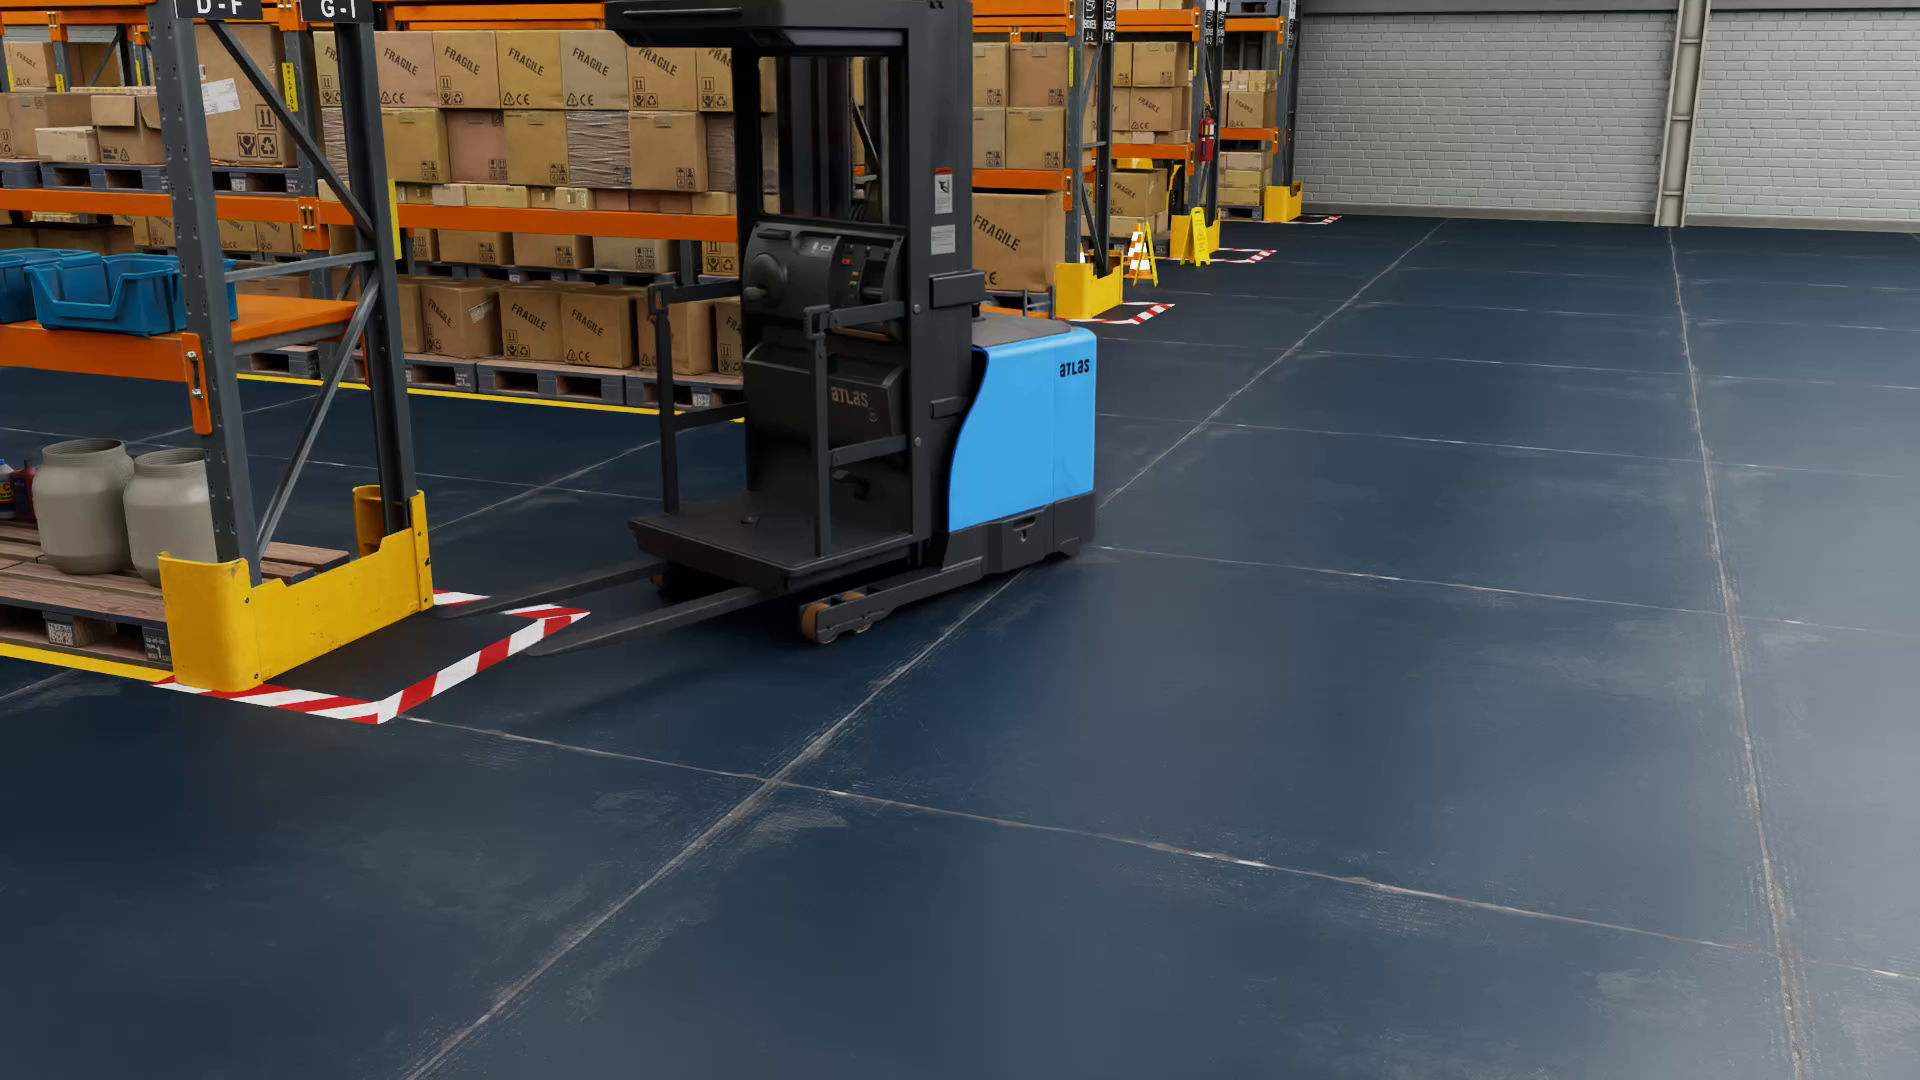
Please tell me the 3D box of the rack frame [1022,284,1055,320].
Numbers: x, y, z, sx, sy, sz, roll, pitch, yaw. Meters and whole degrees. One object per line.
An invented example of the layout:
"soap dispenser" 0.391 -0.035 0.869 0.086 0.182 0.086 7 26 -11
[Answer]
"rack frame" 0.385 -0.660 8.296 0.015 1.200 0.240 13 21 38

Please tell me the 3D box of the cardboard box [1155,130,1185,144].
"cardboard box" 2.481 -4.755 19.623 0.250 0.149 0.380 7 18 22

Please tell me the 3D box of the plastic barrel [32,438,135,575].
"plastic barrel" -3.653 -0.144 6.998 0.421 0.512 0.421 0 16 0

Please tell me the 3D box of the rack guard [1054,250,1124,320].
"rack guard" 1.207 -2.396 15.529 0.348 0.500 1.175 6 17 21

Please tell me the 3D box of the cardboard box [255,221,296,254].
"cardboard box" -7.447 -3.472 18.483 0.500 0.500 0.500 7 18 23

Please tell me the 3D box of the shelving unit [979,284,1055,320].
"shelving unit" 0.197 -0.704 8.446 0.503 1.200 0.258 13 21 38

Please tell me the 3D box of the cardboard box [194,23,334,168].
"cardboard box" -5.138 -3.339 12.466 1.000 1.000 1.000 6 17 21

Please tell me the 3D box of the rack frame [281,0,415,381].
"rack frame" -4.450 -2.732 12.203 0.127 3.000 1.000 6 17 21

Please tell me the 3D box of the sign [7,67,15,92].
"sign" -7.981 -3.801 13.951 0.005 0.325 0.100 6 17 21

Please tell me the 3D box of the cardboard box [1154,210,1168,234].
"cardboard box" 2.258 -3.928 20.503 0.500 0.250 0.500 6 17 20

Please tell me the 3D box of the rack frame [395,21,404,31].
"rack frame" -6.257 -4.417 18.008 0.127 3.000 1.000 6 17 21

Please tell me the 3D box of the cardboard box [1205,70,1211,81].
"cardboard box" 3.616 -6.747 24.156 0.250 0.149 0.380 6 17 21

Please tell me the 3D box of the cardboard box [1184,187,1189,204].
"cardboard box" 3.251 -5.135 24.659 0.500 0.250 0.500 6 17 21

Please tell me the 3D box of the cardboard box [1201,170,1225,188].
"cardboard box" 3.695 -5.325 24.417 0.500 0.250 0.500 6 17 20

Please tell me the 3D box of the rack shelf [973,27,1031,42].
"rack shelf" -0.856 -7.889 25.879 4.000 0.370 1.077 6 17 21

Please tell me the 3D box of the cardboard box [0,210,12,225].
"cardboard box" -8.805 -2.398 14.112 0.875 0.875 1.225 5 17 18

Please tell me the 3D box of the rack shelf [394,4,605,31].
"rack shelf" -4.396 -5.307 16.986 4.000 0.370 1.077 6 17 21

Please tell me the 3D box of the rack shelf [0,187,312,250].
"rack shelf" -6.310 -2.591 13.008 4.000 0.370 1.077 6 17 21

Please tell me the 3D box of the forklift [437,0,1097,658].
"forklift" -0.729 -1.147 6.869 1.130 2.935 3.031 15 22 41

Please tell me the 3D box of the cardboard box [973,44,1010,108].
"cardboard box" 0.309 -4.270 15.295 0.550 0.550 0.875 6 17 21

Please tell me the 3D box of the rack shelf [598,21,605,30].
"rack shelf" -2.674 -6.602 21.443 4.000 0.370 1.077 6 17 21

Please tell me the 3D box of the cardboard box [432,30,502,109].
"cardboard box" -3.194 -3.189 11.271 0.500 0.500 0.500 6 17 21

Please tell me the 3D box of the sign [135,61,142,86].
"sign" -9.778 -5.527 19.753 0.005 0.325 0.100 6 17 21

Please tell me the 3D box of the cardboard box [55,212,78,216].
"cardboard box" -10.404 -3.913 19.567 0.250 0.149 0.380 7 18 22

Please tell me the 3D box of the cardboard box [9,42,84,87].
"cardboard box" -10.514 -5.475 19.147 0.500 0.500 0.500 6 17 19

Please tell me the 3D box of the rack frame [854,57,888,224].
"rack frame" -0.729 -2.323 10.794 0.127 3.000 1.000 6 17 21

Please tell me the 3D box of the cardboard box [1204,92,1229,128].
"cardboard box" 3.692 -6.266 24.199 0.500 0.500 0.500 7 18 22

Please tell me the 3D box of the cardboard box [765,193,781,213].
"cardboard box" -1.070 -2.178 10.745 0.250 0.149 0.380 6 17 21

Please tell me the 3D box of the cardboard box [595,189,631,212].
"cardboard box" -2.239 -2.301 11.171 0.250 0.149 0.380 6 17 21

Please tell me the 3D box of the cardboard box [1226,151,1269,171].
"cardboard box" 4.182 -5.508 24.152 0.500 0.250 0.500 7 18 22

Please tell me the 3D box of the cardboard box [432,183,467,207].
"cardboard box" -3.436 -2.404 11.526 0.250 0.149 0.380 6 17 21

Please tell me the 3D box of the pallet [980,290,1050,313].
"pallet" 0.413 -2.321 15.790 1.213 0.211 1.003 6 17 21

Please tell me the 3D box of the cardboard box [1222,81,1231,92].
"cardboard box" 3.832 -6.564 24.060 0.250 0.149 0.380 7 17 22

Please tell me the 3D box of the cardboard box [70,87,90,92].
"cardboard box" -9.780 -5.033 18.762 0.250 0.149 0.380 7 18 23

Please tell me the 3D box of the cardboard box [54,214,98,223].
"cardboard box" -10.388 -3.751 19.542 0.250 0.149 0.380 7 17 22

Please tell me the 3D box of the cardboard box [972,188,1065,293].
"cardboard box" 0.530 -2.832 15.607 0.875 0.875 0.875 6 17 21

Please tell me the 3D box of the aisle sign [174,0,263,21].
"aisle sign" -2.588 -2.202 5.716 0.004 0.787 0.394 6 17 21

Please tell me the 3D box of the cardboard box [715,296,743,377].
"cardboard box" -1.304 -1.392 11.319 0.500 0.500 0.500 10 19 31

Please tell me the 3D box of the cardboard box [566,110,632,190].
"cardboard box" -2.189 -2.659 11.241 0.500 0.500 0.875 6 17 21

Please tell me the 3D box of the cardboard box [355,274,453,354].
"cardboard box" -4.092 -1.682 12.317 0.500 0.500 0.500 6 17 19

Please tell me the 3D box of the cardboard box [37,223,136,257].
"cardboard box" -7.039 -2.400 13.408 0.500 0.250 0.500 8 18 27

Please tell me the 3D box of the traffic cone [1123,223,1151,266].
"traffic cone" 2.034 -3.384 19.000 0.334 0.463 0.336 6 17 21

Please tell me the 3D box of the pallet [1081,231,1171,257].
"pallet" 2.094 -3.654 20.381 1.213 0.211 1.003 6 17 21

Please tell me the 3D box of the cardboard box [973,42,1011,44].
"cardboard box" 0.440 -5.755 20.112 0.500 0.500 0.700 6 17 19

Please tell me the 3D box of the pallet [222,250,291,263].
"pallet" -8.114 -3.283 19.105 1.213 0.211 1.003 6 17 21

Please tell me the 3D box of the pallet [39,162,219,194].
"pallet" -6.314 -2.857 12.979 1.213 0.211 1.003 6 17 21

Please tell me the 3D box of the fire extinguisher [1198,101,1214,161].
"fire extinguisher" 2.845 -4.724 19.206 0.183 0.674 0.296 6 17 21
